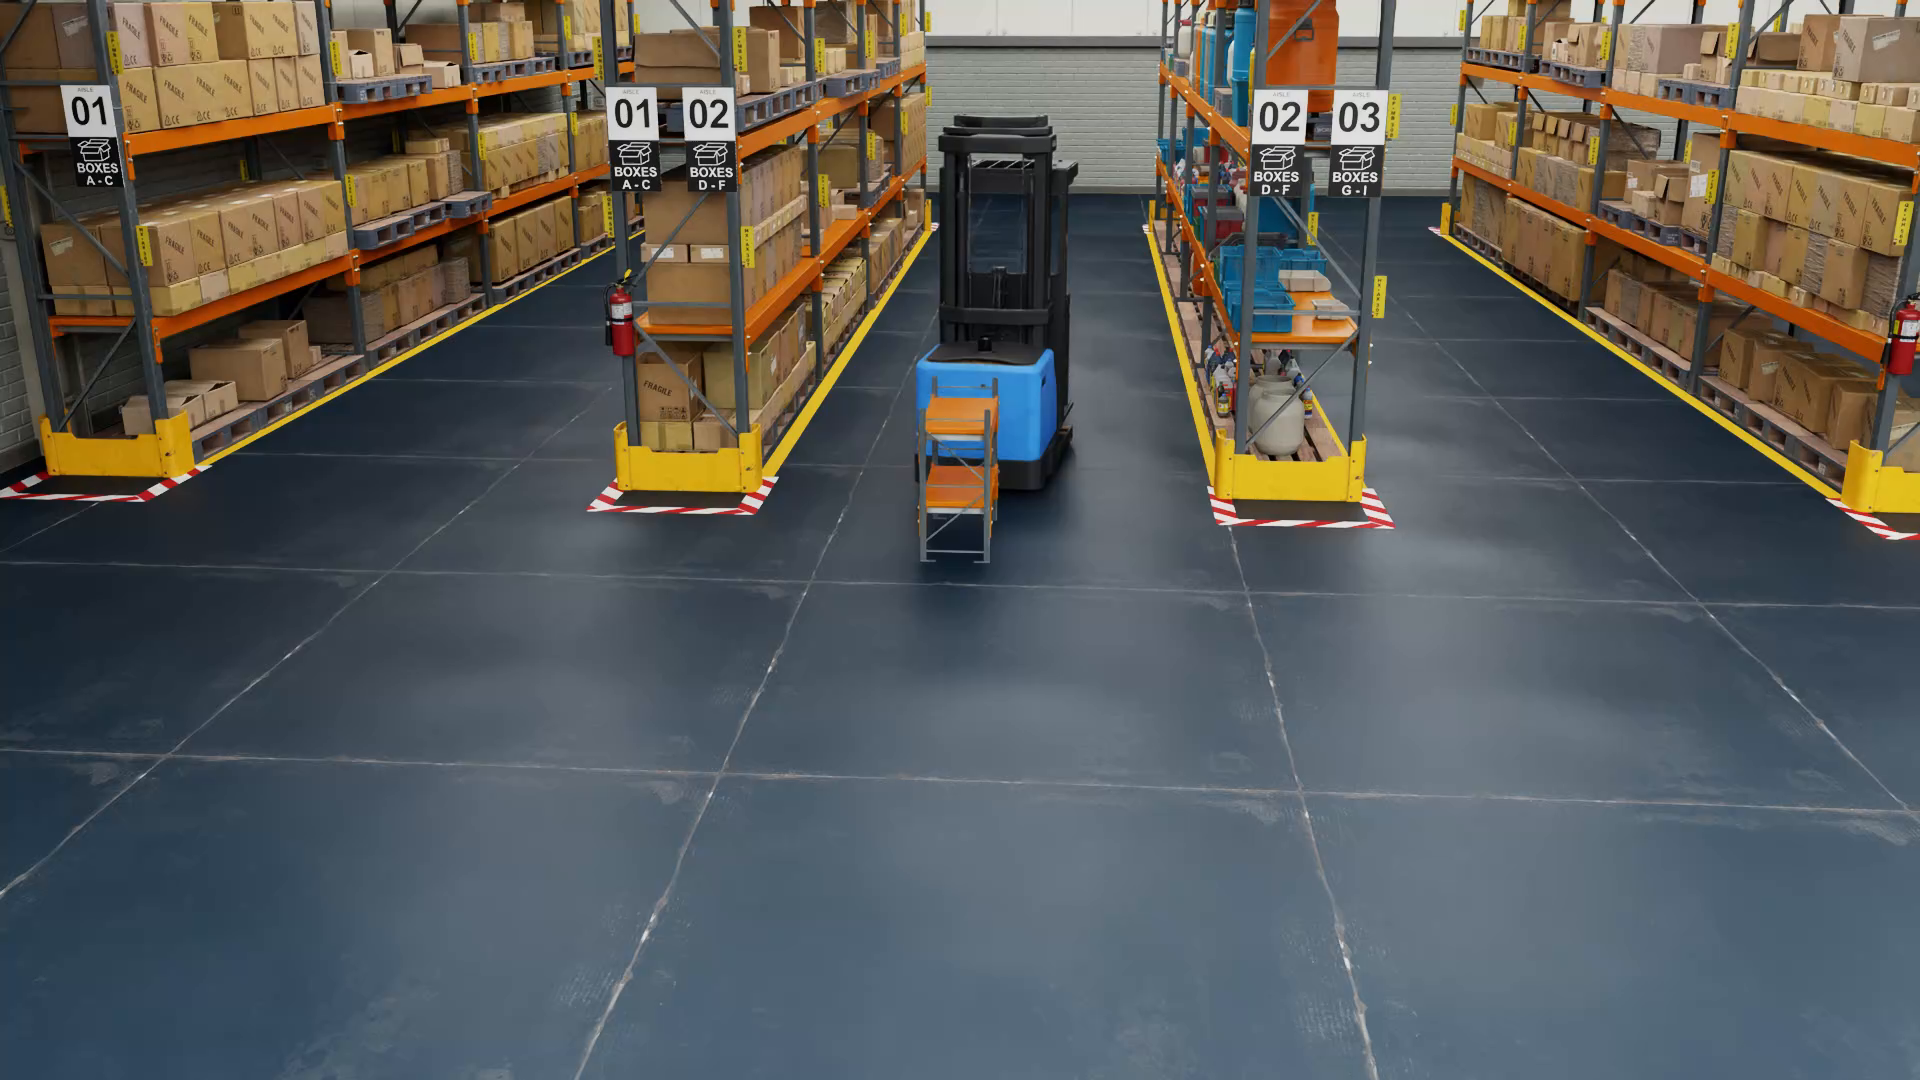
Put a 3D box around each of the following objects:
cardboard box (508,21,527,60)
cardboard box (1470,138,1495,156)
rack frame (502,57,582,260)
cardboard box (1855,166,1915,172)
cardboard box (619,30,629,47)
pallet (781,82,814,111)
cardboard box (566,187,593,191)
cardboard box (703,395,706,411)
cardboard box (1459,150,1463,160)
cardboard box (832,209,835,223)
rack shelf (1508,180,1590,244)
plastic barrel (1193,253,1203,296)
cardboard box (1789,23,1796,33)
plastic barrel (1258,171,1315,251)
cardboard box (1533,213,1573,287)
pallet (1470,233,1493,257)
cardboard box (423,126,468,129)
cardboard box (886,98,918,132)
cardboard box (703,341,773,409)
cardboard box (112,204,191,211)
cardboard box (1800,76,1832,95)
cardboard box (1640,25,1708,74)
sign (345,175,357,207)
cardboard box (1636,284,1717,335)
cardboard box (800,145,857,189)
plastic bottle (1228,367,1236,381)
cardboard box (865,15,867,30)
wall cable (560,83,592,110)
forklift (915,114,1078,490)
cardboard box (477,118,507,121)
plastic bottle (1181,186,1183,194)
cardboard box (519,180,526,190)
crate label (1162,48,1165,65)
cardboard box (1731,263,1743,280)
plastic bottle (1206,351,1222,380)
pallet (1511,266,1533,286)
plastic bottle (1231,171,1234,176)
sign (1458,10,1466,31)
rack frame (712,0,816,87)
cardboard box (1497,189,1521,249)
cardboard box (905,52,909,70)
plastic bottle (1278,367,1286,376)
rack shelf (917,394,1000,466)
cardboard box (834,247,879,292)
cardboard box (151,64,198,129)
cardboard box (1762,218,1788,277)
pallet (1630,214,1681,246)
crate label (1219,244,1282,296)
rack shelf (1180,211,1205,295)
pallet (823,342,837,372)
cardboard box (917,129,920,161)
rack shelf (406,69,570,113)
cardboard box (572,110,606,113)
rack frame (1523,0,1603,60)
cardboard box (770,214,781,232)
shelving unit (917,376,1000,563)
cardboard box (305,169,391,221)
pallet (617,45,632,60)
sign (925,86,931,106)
[{"bbox_3d":[-6.463,-6.957,23.153,0.700,0.500,0.500,1,18,3],"label":"cardboard box"},{"bbox_3d":[8.419,-6.240,26.413,0.500,0.250,0.500,1,18,2],"label":"cardboard box"},{"bbox_3d":[-6.315,-5.720,25.063,1.000,3.000,0.127,1,18,4],"label":"rack frame"},{"bbox_3d":[8.065,-2.956,14.383,0.500,0.500,0.500,1,18,4],"label":"cardboard box"},{"bbox_3d":[-5.816,-8.330,27.617,0.500,0.250,0.500,2,18,6],"label":"cardboard box"},{"bbox_3d":[-1.983,-4.244,15.883,1.003,0.211,1.213,1,18,4],"label":"pallet"},{"bbox_3d":[-6.259,-5.712,27.337,0.380,0.149,0.250,1,18,4],"label":"cardboard box"},{"bbox_3d":[-2.467,-1.105,14.721,0.500,0.250,0.500,1,18,4],"label":"cardboard box"},{"bbox_3d":[8.422,-6.329,27.324,0.380,0.149,0.250,1,18,3],"label":"cardboard box"},{"bbox_3d":[-1.696,-3.852,19.764,0.380,0.149,0.250,3,18,8],"label":"cardboard box"},{"bbox_3d":[8.363,-4.425,22.267,1.077,0.370,4.000,1,18,4],"label":"rack shelf"},{"bbox_3d":[3.298,-3.577,21.334,0.600,0.830,0.708,1,18,4],"label":"plastic barrel"},{"bbox_3d":[13.483,-8.174,26.533,0.380,0.149,0.250,1,18,3],"label":"cardboard box"},{"bbox_3d":[3.323,-3.366,17.073,0.600,0.901,0.708,1,18,4],"label":"plastic barrel"},{"bbox_3d":[8.362,-3.827,22.022,1.225,0.875,0.875,1,18,4],"label":"cardboard box"},{"bbox_3d":[8.724,-4.678,26.359,1.003,0.211,1.213,1,18,4],"label":"pallet"},{"bbox_3d":[-6.787,-5.340,22.028,0.500,0.250,0.500,1,18,2],"label":"cardboard box"},{"bbox_3d":[-0.950,-6.754,26.451,0.500,0.500,0.500,2,18,6],"label":"cardboard box"},{"bbox_3d":[-1.940,-1.450,14.568,0.500,0.500,0.500,1,18,4],"label":"cardboard box"},{"bbox_3d":[-7.275,-2.756,15.020,0.500,0.500,0.500,1,18,2],"label":"cardboard box"},{"bbox_3d":[7.546,-3.947,14.436,0.380,0.149,0.250,1,18,3],"label":"cardboard box"},{"bbox_3d":[7.860,-5.403,18.313,0.500,0.500,0.500,1,18,2],"label":"cardboard box"},{"bbox_3d":[-6.347,-3.637,17.316,0.100,0.325,0.005,1,18,4],"label":"sign"},{"bbox_3d":[8.131,-2.610,18.879,0.700,0.500,0.500,3,18,9],"label":"cardboard box"},{"bbox_3d":[-1.728,-4.814,21.461,0.700,0.500,0.500,-5,19,-15],"label":"cardboard box"},{"bbox_3d":[2.627,-1.502,15.856,0.152,0.276,0.135,1,18,4],"label":"plastic bottle"},{"bbox_3d":[-1.576,-6.762,22.428,0.600,0.600,0.600,1,18,2],"label":"cardboard box"},{"bbox_3d":[-6.880,-7.864,29.974,0.084,1.984,1.851,1,18,4],"label":"wall cable"},{"bbox_3d":[0.415,-2.215,14.475,1.130,2.935,3.031,3,18,10],"label":"forklift"},{"bbox_3d":[-6.670,-5.819,23.491,0.500,0.250,0.500,1,18,2],"label":"cardboard box"},{"bbox_3d":[2.975,-4.616,22.013,0.097,0.201,0.097,0,18,0],"label":"plastic bottle"},{"bbox_3d":[-6.248,-4.942,23.058,0.380,0.149,0.250,1,18,4],"label":"cardboard box"},{"bbox_3d":[3.465,-7.817,26.883,0.408,0.251,0.502,1,18,4],"label":"crate label"},{"bbox_3d":[7.596,-2.569,15.849,0.380,0.149,0.250,1,18,4],"label":"cardboard box"},{"bbox_3d":[2.537,-1.739,16.580,0.152,0.276,0.135,2,18,6],"label":"plastic bottle"},{"bbox_3d":[8.526,-3.822,23.748,1.003,0.211,1.213,1,18,4],"label":"pallet"},{"bbox_3d":[3.772,-4.926,22.840,0.152,0.276,0.135,1,18,4],"label":"plastic bottle"},{"bbox_3d":[8.240,-8.523,27.270,0.100,0.325,0.005,1,18,4],"label":"sign"},{"bbox_3d":[-1.948,-5.977,16.212,1.000,3.000,0.127,1,18,4],"label":"rack frame"},{"bbox_3d":[8.634,-4.781,24.936,0.875,0.875,0.875,1,18,4],"label":"cardboard box"},{"bbox_3d":[-1.052,-7.266,25.203,0.500,0.250,0.500,1,18,4],"label":"cardboard box"},{"bbox_3d":[3.075,-1.518,15.894,0.061,0.283,0.133,1,18,4],"label":"plastic bottle"},{"bbox_3d":[0.000,-0.815,12.163,0.538,0.278,1.000,1,18,4],"label":"rack shelf"},{"bbox_3d":[-1.343,-3.525,21.670,0.500,0.500,0.500,2,18,6],"label":"cardboard box"},{"bbox_3d":[-6.828,-3.740,14.009,0.500,0.500,0.500,2,18,8],"label":"cardboard box"},{"bbox_3d":[7.833,-2.642,15.031,0.875,0.500,0.500,1,18,4],"label":"cardboard box"},{"bbox_3d":[8.119,-3.439,18.410,1.003,0.211,1.213,1,18,4],"label":"pallet"},{"bbox_3d":[2.568,-2.367,14.771,0.502,0.435,0.616,1,18,4],"label":"crate label"},{"bbox_3d":[3.136,-3.294,18.813,1.077,0.370,4.000,1,18,4],"label":"rack shelf"},{"bbox_3d":[-1.934,-2.031,18.281,1.003,0.211,1.213,1,18,4],"label":"pallet"},{"bbox_3d":[-0.923,-6.439,27.097,0.500,0.500,0.500,1,18,4],"label":"cardboard box"},{"bbox_3d":[-6.459,-6.183,22.812,1.077,0.370,4.000,1,18,4],"label":"rack shelf"},{"bbox_3d":[-6.055,-6.946,28.323,0.980,0.700,0.700,2,18,6],"label":"cardboard box"},{"bbox_3d":[8.507,-8.239,23.116,1.000,3.000,0.127,1,18,4],"label":"rack frame"},{"bbox_3d":[-1.862,-2.916,15.302,0.380,0.149,0.250,2,18,6],"label":"cardboard box"},{"bbox_3d":[0.000,-0.537,12.254,0.538,1.125,1.048,1,18,4],"label":"shelving unit"},{"bbox_3d":[-6.771,-3.823,18.405,0.700,0.500,0.500,3,18,10],"label":"cardboard box"},{"bbox_3d":[-6.071,-8.115,27.697,1.003,0.211,1.213,1,18,4],"label":"pallet"},{"bbox_3d":[-0.535,-7.535,28.234,0.100,0.325,0.005,1,18,4],"label":"sign"}]
